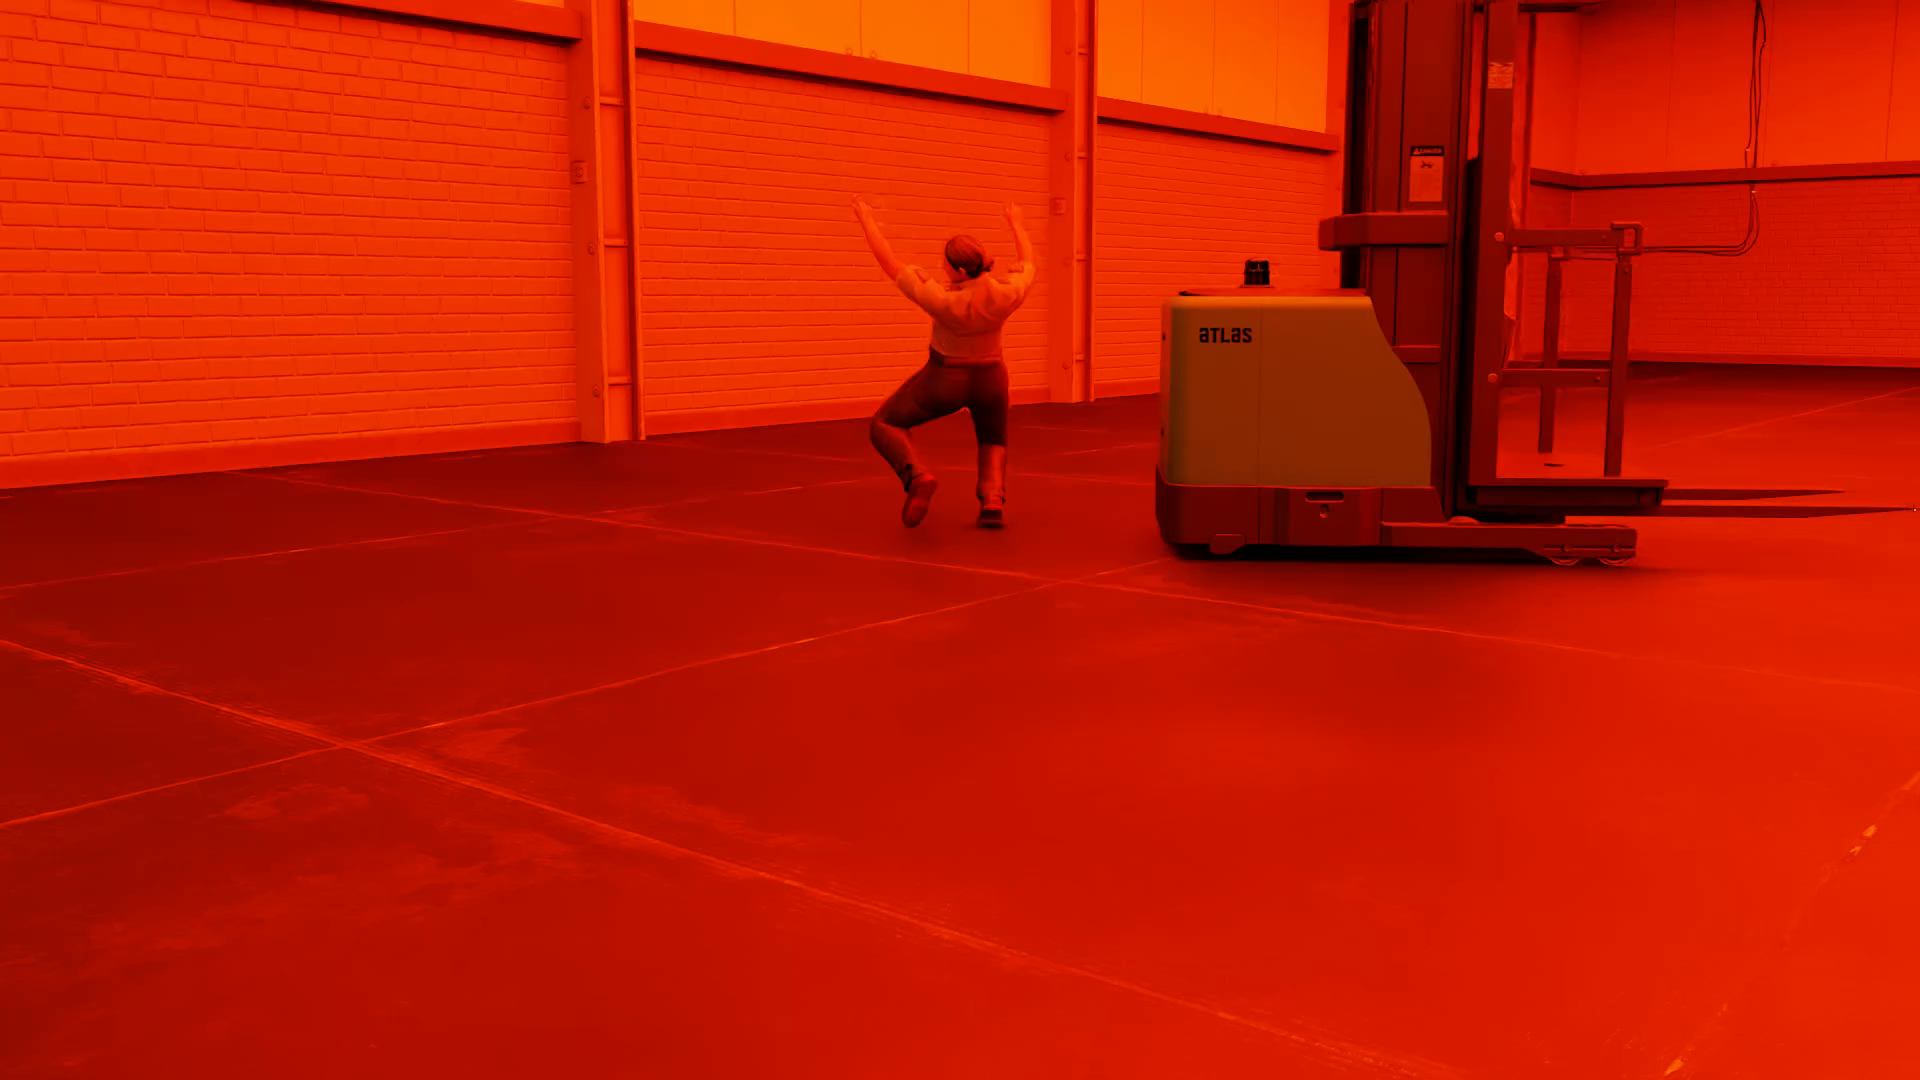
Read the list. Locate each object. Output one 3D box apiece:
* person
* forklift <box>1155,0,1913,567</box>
[{"bbox_3d":[-0.070,-0.823,7.796,0.897,1.545,0.710,-2,9,-16],"label":"person"},{"bbox_3d":[2.388,-1.424,7.013,3.031,2.935,1.130,1,8,4],"label":"forklift"}]
